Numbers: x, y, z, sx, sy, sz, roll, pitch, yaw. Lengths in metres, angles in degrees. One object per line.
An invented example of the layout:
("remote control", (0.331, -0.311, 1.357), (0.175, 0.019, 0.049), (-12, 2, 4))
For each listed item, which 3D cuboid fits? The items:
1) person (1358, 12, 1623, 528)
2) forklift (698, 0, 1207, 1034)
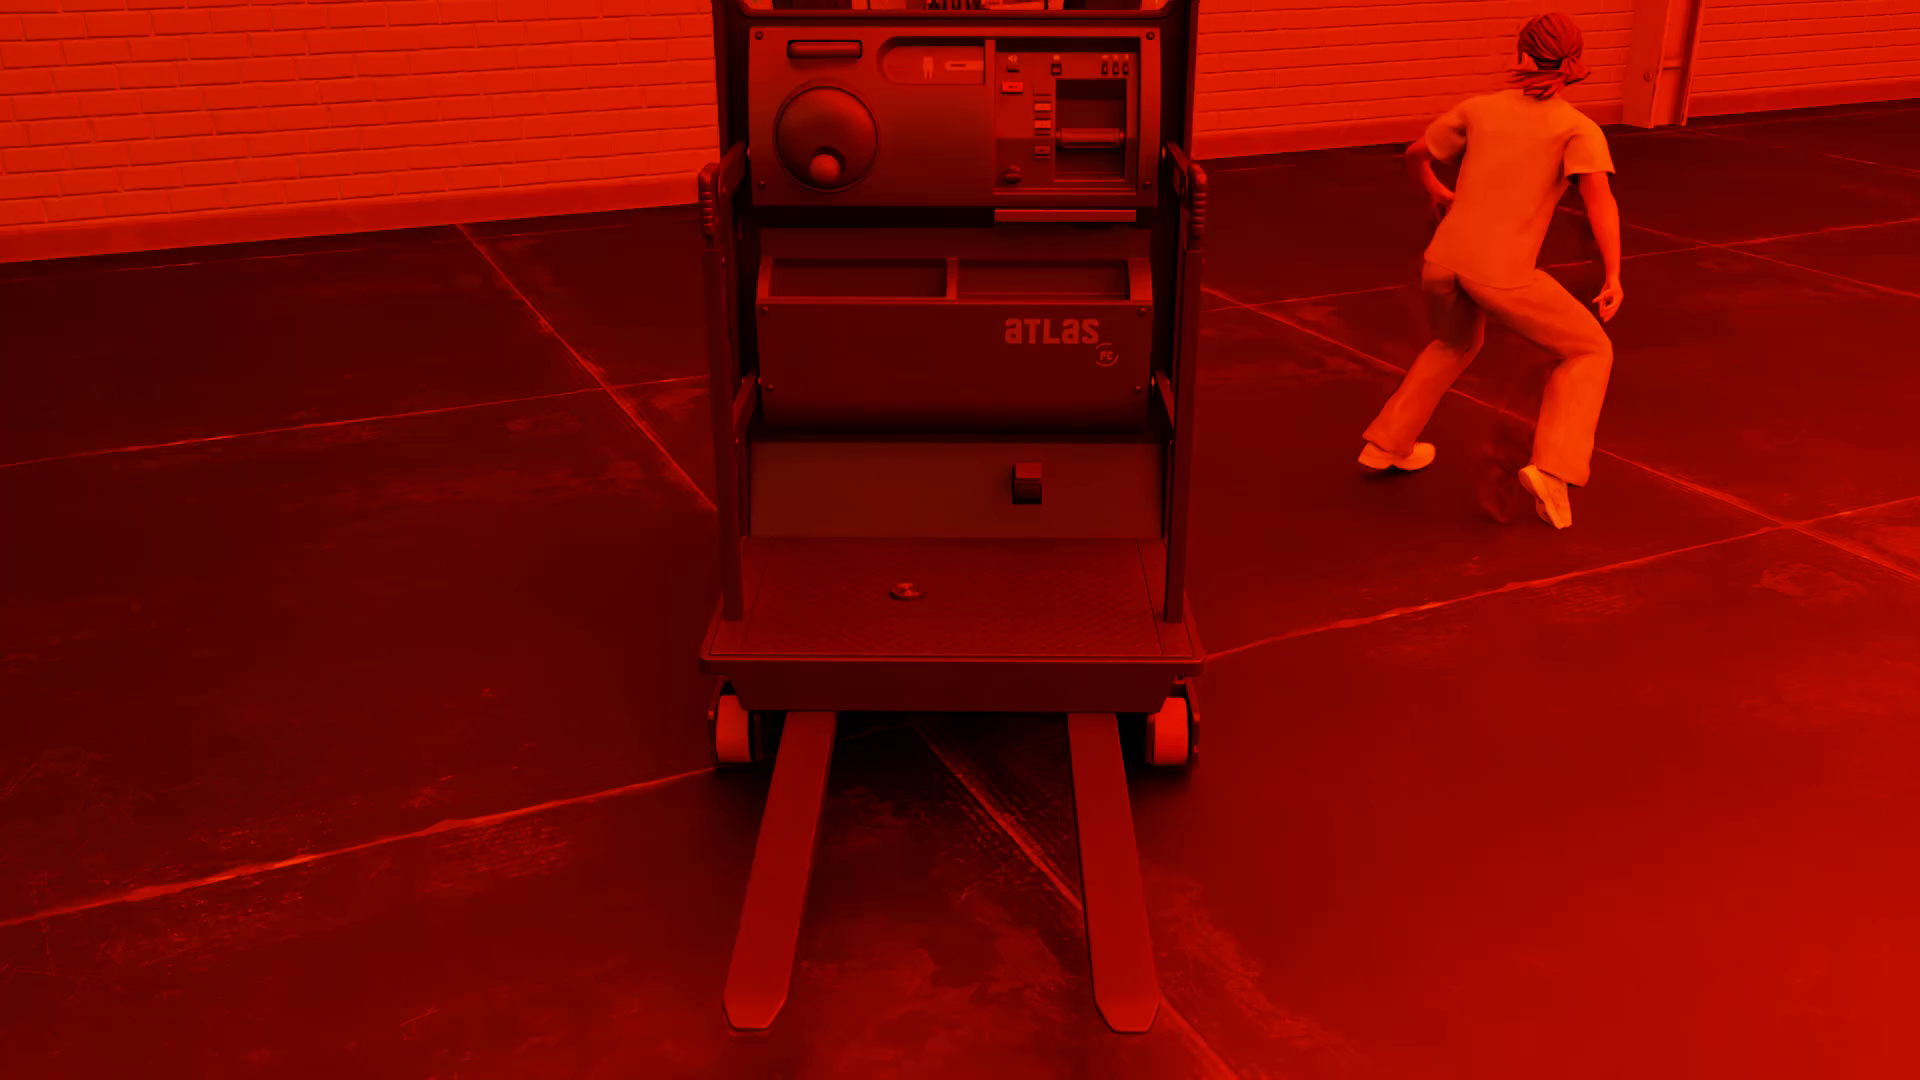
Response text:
("person", (1.736, -0.814, 5.202), (0.498, 1.581, 0.909), (-18, 28, -36))
("forklift", (-0.013, -0.949, 3.569), (1.130, 2.935, 3.031), (0, 23, 1))
